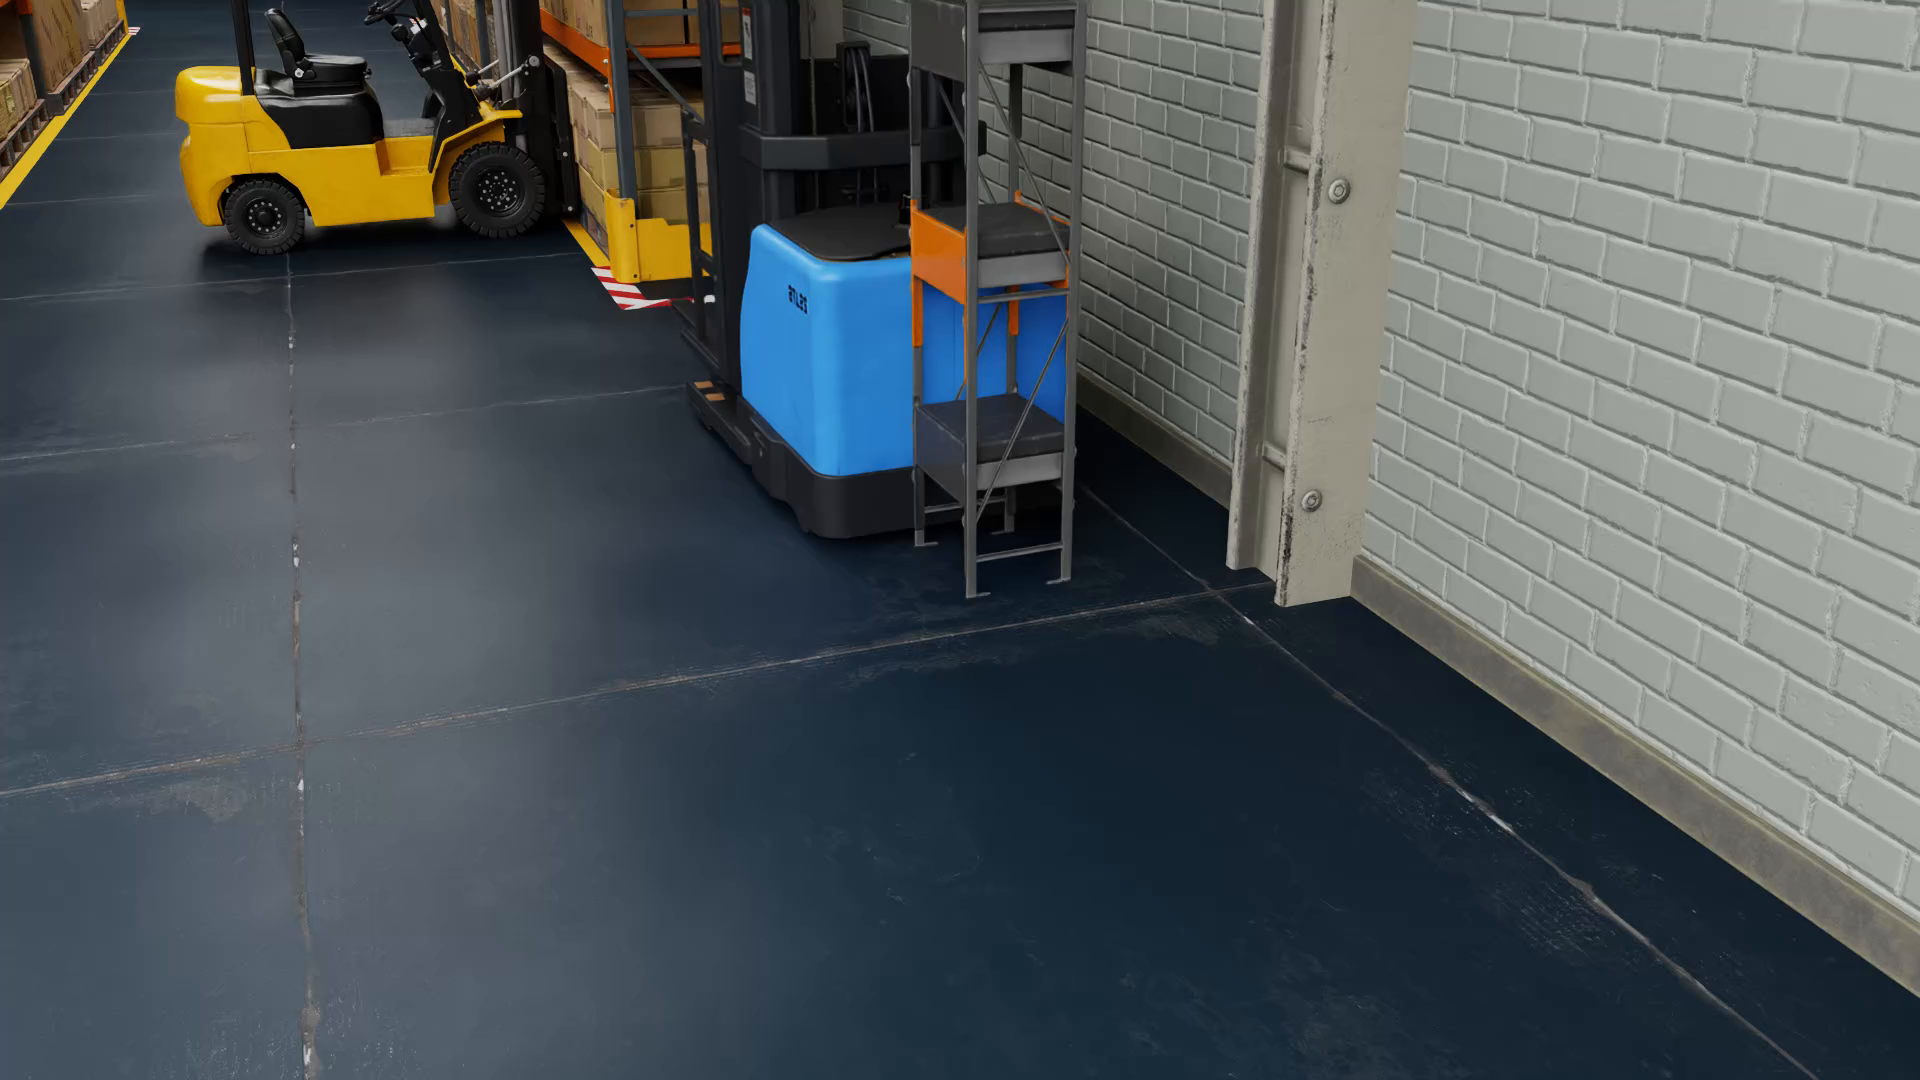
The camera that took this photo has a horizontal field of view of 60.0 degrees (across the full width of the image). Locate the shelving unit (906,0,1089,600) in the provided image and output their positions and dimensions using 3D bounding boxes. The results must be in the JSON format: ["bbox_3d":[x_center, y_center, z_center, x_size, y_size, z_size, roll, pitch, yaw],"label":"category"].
[{"bbox_3d":[0.113,-0.880,5.634,0.431,2.100,0.503,-9,25,-21],"label":"shelving unit"}]

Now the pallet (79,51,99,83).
[{"bbox_3d":[-10.078,-5.171,18.247,1.003,0.211,1.213,-8,24,-19],"label":"pallet"}]

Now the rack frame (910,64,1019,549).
[{"bbox_3d":[0.018,-0.967,5.842,0.400,2.100,0.015,-9,25,-21],"label":"rack frame"}]

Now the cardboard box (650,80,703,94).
[{"bbox_3d":[-1.712,-2.817,10.784,0.500,0.250,0.500,-8,24,-19],"label":"cardboard box"}]

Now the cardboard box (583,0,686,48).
[{"bbox_3d":[-1.959,-3.237,9.939,0.500,0.500,0.500,-9,24,-20],"label":"cardboard box"}]

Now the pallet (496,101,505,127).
[{"bbox_3d":[-3.684,-3.923,15.286,1.003,0.211,1.213,-8,24,-19],"label":"pallet"}]

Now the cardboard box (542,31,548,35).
[{"bbox_3d":[-3.681,-4.345,15.213,0.875,0.625,0.625,-9,25,-21],"label":"cardboard box"}]

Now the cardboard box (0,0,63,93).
[{"bbox_3d":[-9.174,-4.749,15.851,0.875,0.875,0.875,-9,24,-19],"label":"cardboard box"}]

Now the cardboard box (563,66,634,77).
[{"bbox_3d":[-2.539,-3.112,11.483,0.500,0.250,0.500,-9,24,-20],"label":"cardboard box"}]

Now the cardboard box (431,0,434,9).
[{"bbox_3d":[-6.798,-7.352,22.509,0.700,0.500,0.500,-7,24,-17],"label":"cardboard box"}]

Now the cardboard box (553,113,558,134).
[{"bbox_3d":[-2.546,-2.890,11.600,0.500,0.250,0.500,-8,24,-19],"label":"cardboard box"}]

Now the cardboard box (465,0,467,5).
[{"bbox_3d":[-5.381,-6.116,18.742,0.380,0.149,0.250,-7,24,-17],"label":"cardboard box"}]

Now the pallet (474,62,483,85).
[{"bbox_3d":[-4.594,-4.946,17.714,1.003,0.211,1.213,-8,24,-19],"label":"pallet"}]

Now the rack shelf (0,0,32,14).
[{"bbox_3d":[-8.301,-4.214,13.313,1.077,0.370,4.000,-8,24,-19],"label":"rack shelf"}]

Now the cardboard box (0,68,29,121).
[{"bbox_3d":[-8.549,-3.782,14.203,0.950,0.372,0.625,-9,24,-20],"label":"cardboard box"}]

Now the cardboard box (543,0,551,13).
[{"bbox_3d":[-2.660,-3.980,11.702,0.500,0.500,0.500,-9,24,-20],"label":"cardboard box"}]

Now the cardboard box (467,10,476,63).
[{"bbox_3d":[-5.070,-5.494,18.100,0.500,0.500,0.500,-7,24,-17],"label":"cardboard box"}]

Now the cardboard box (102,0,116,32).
[{"bbox_3d":[-11.176,-6.635,20.888,0.875,0.438,0.875,-8,24,-18],"label":"cardboard box"}]

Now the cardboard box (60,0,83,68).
[{"bbox_3d":[-9.800,-5.399,17.392,0.875,0.875,0.875,-8,24,-17],"label":"cardboard box"}]

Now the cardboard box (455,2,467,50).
[{"bbox_3d":[-5.448,-5.869,18.991,0.500,0.500,0.500,-9,25,-21],"label":"cardboard box"}]

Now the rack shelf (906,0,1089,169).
[{"bbox_3d":[0.113,-1.512,5.368,0.431,0.518,0.480,-9,25,-21],"label":"rack shelf"}]

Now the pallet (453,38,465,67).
[{"bbox_3d":[-5.456,-5.833,19.818,1.003,0.211,1.213,-8,24,-19],"label":"pallet"}]

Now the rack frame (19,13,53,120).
[{"bbox_3d":[-9.008,-5.273,14.898,1.000,3.000,0.127,-8,24,-19],"label":"rack frame"}]

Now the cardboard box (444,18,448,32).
[{"bbox_3d":[-6.250,-6.450,20.822,0.380,0.149,0.250,-9,25,-21],"label":"cardboard box"}]

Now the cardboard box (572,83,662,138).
[{"bbox_3d":[-2.179,-2.745,10.612,0.500,0.250,0.500,-8,24,-18],"label":"cardboard box"}]

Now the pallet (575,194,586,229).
[{"bbox_3d":[-2.276,-2.478,11.857,1.003,0.211,1.213,-8,24,-19],"label":"pallet"}]

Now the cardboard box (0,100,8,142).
[{"bbox_3d":[-8.039,-3.253,12.948,0.950,0.372,0.625,-7,24,-16],"label":"cardboard box"}]

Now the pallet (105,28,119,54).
[{"bbox_3d":[-11.051,-6.172,20.622,1.003,0.211,1.213,-8,24,-19],"label":"pallet"}]

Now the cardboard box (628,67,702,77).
[{"bbox_3d":[-2.053,-3.187,11.662,0.500,0.250,0.500,-9,24,-20],"label":"cardboard box"}]

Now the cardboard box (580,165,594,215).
[{"bbox_3d":[-2.168,-2.284,10.806,0.500,0.250,0.500,-8,24,-19],"label":"cardboard box"}]

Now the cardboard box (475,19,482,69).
[{"bbox_3d":[-4.716,-5.121,17.215,0.500,0.500,0.500,-8,24,-17],"label":"cardboard box"}]

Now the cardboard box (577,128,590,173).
[{"bbox_3d":[-2.171,-2.523,10.729,0.500,0.250,0.500,-9,24,-20],"label":"cardboard box"}]

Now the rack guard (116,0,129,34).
[{"bbox_3d":[-11.842,-7.036,22.300,1.175,0.500,0.348,-8,24,-19],"label":"rack guard"}]

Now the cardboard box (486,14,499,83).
[{"bbox_3d":[-4.158,-4.826,16.354,0.875,0.625,0.625,-8,24,-17],"label":"cardboard box"}]

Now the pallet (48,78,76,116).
[{"bbox_3d":[-9.216,-4.284,16.143,1.003,0.211,1.213,-8,24,-19],"label":"pallet"}]

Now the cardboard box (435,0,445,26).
[{"bbox_3d":[-6.432,-6.975,21.615,0.700,0.500,0.500,-9,25,-21],"label":"cardboard box"}]

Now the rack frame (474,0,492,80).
[{"bbox_3d":[-4.365,-5.955,16.517,1.000,3.000,0.127,-8,24,-19],"label":"rack frame"}]

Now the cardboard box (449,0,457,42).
[{"bbox_3d":[-5.818,-6.243,19.879,0.500,0.500,0.500,-7,24,-17],"label":"cardboard box"}]

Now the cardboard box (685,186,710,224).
[{"bbox_3d":[-1.530,-2.180,10.560,0.500,0.250,0.500,-8,24,-19],"label":"cardboard box"}]

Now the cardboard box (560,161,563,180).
[{"bbox_3d":[-2.540,-2.653,11.681,0.500,0.250,0.500,-8,24,-17],"label":"cardboard box"}]

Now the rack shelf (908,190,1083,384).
[{"bbox_3d":[0.113,-0.867,5.640,0.431,0.518,0.480,-9,25,-21],"label":"rack shelf"}]

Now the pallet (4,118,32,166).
[{"bbox_3d":[-8.306,-3.261,13.715,1.003,0.211,1.213,-8,24,-19],"label":"pallet"}]

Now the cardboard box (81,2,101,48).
[{"bbox_3d":[-10.542,-5.982,19.338,0.875,0.438,0.875,-9,24,-20],"label":"cardboard box"}]

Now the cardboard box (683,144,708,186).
[{"bbox_3d":[-1.511,-2.404,10.448,0.500,0.250,0.500,-8,24,-18],"label":"cardboard box"}]

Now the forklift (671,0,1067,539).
[{"bbox_3d":[-0.601,-1.896,6.976,1.130,2.935,3.031,-9,25,-21],"label":"forklift"}]

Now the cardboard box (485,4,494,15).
[{"bbox_3d":[-4.777,-5.440,17.138,0.380,0.149,0.250,-10,25,-22],"label":"cardboard box"}]

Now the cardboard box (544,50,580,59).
[{"bbox_3d":[-2.904,-3.483,12.363,0.500,0.250,0.500,-8,24,-19],"label":"cardboard box"}]

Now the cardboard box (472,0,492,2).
[{"bbox_3d":[-4.954,-5.637,17.604,0.380,0.149,0.250,-9,25,-21],"label":"cardboard box"}]

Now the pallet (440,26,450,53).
[{"bbox_3d":[-6.020,-6.373,21.099,1.003,0.211,1.213,-8,24,-19],"label":"pallet"}]

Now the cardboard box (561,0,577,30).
[{"bbox_3d":[-2.315,-3.613,10.831,0.500,0.500,0.500,-9,24,-20],"label":"cardboard box"}]

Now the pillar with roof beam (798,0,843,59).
[{"bbox_3d":[-4.969,-5.599,7.947,9.100,9.000,0.400,-8,24,-19],"label":"pillar with roof beam"}]
